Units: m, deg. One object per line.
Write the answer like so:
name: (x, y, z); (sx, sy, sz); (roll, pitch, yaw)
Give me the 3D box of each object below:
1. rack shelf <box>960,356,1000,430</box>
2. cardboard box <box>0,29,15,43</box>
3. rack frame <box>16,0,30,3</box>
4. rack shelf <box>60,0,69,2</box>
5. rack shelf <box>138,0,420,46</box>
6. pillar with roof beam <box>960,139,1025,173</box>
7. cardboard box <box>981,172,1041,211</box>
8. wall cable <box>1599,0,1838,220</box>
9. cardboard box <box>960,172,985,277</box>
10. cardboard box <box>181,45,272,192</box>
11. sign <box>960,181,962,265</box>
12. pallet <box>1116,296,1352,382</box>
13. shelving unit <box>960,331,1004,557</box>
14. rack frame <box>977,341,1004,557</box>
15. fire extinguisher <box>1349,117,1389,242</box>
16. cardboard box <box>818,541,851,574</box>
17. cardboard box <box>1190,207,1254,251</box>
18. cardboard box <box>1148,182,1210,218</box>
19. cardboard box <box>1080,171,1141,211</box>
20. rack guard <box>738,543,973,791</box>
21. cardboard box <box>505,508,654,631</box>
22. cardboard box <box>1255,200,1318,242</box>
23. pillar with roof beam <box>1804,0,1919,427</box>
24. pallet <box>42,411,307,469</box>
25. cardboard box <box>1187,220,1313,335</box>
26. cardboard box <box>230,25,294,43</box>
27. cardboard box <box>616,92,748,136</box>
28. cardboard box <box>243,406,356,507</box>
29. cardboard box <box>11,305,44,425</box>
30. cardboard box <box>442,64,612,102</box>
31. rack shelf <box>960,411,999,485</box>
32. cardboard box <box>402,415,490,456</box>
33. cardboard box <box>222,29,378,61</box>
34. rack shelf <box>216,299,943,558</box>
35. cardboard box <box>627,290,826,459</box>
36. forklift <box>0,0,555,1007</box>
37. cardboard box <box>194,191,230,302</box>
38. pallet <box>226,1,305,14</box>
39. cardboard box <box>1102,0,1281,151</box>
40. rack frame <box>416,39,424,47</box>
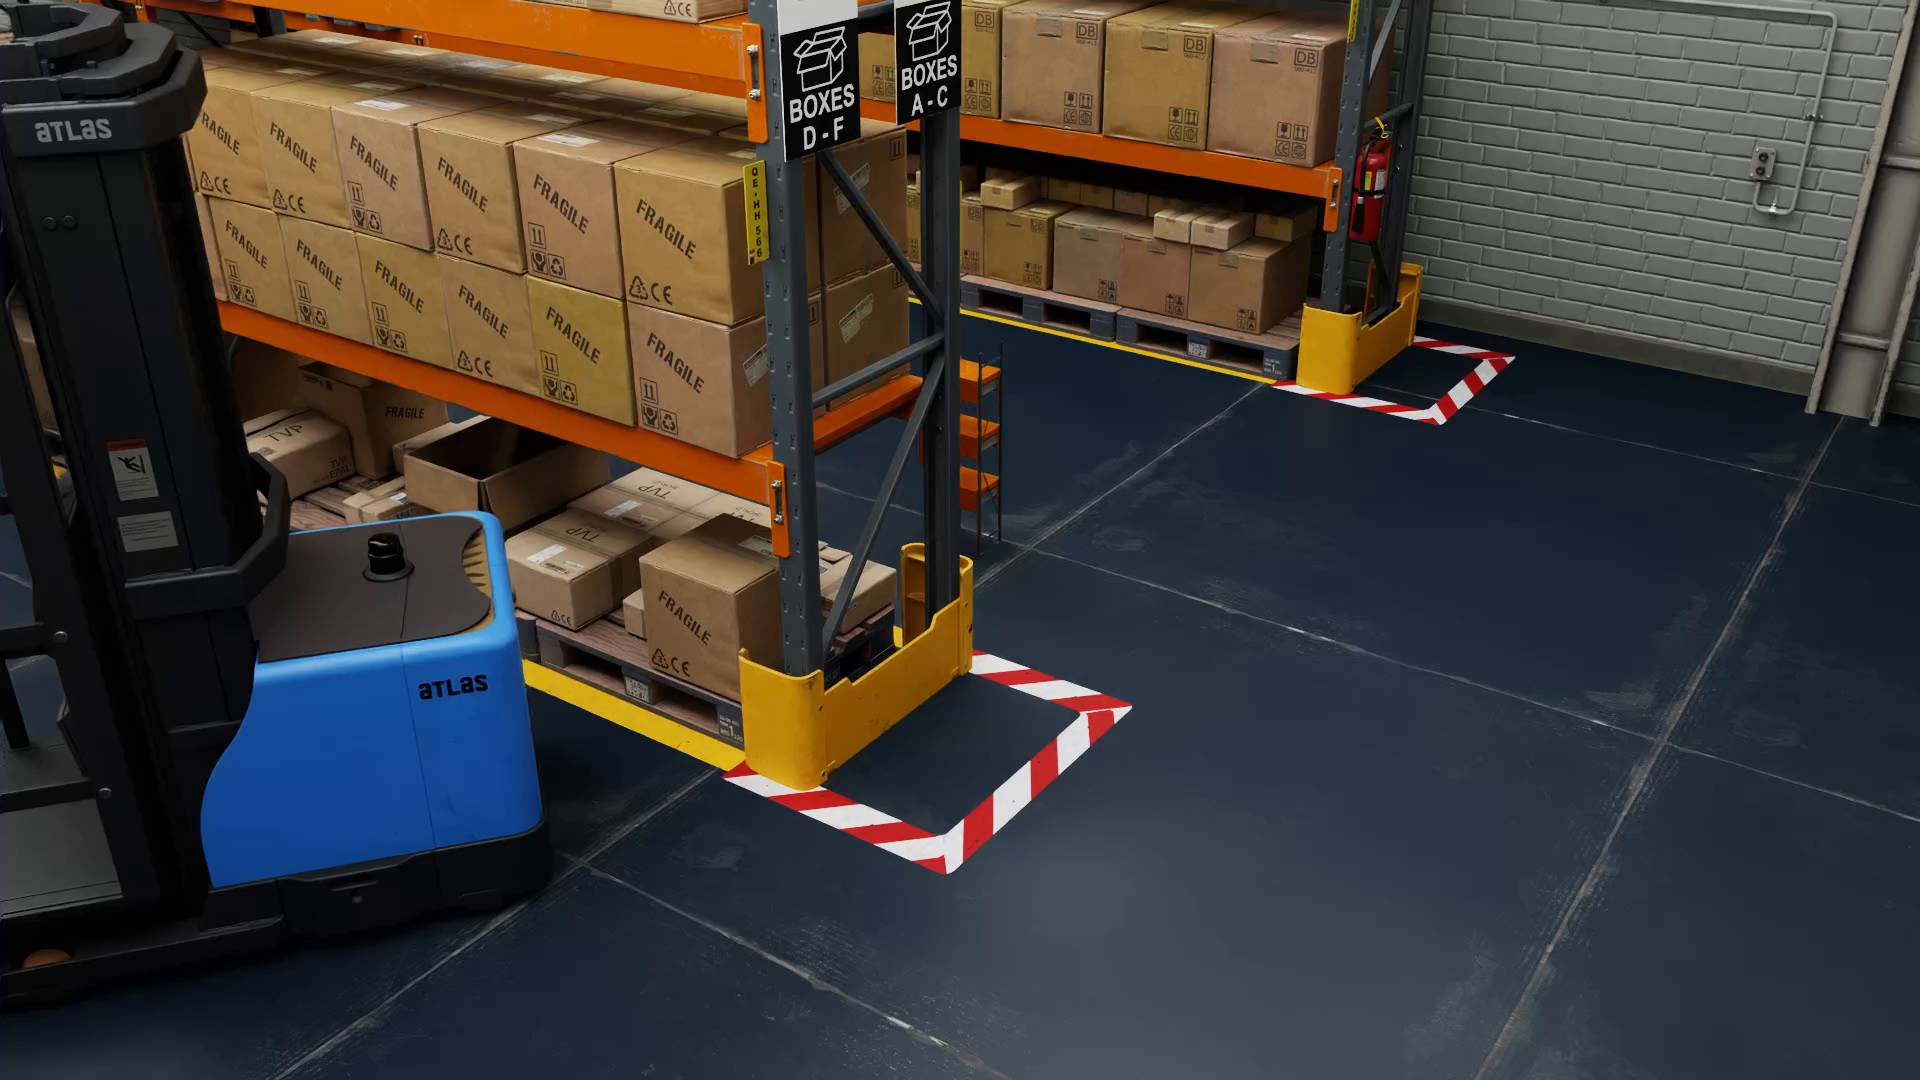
rack shelf: (0.044, -0.698, 7.861); (0.240, 0.259, 0.215); (17, 32, 30)
cardboard box: (-10.198, -5.356, 17.947); (0.500, 0.311, 0.500); (14, 30, 25)
rack frame: (-10.717, -6.570, 17.852); (0.127, 3.000, 1.000); (17, 32, 30)
rack shelf: (-5.276, -3.165, 8.648); (4.000, 0.370, 1.077); (17, 32, 30)
rack shelf: (-5.772, -4.708, 14.988); (4.000, 0.370, 1.077); (17, 32, 30)
pillar with roof beam: (-2.196, -4.696, 7.556); (0.400, 9.000, 9.100); (17, 32, 30)
cardboard box: (0.342, -2.330, 11.099); (0.250, 0.149, 0.380); (16, 31, 29)
wall cable: (4.062, -2.939, 9.597); (1.851, 1.984, 0.084); (17, 32, 30)
cardboard box: (0.145, -2.201, 11.560); (0.500, 0.500, 0.700); (17, 32, 30)
cardboard box: (-3.398, -1.899, 7.462); (0.500, 0.500, 0.500); (18, 32, 32)
sign: (-0.023, -1.197, 6.340); (0.005, 0.325, 0.100); (17, 32, 30)
pallet: (1.768, -1.394, 10.757); (1.213, 0.211, 1.003); (17, 32, 30)
shelving unit: (0.044, -0.454, 7.985); (0.252, 1.050, 0.215); (17, 32, 30)
rack frame: (0.145, -0.423, 7.923); (0.008, 1.050, 0.200); (17, 32, 30)
fire extinguisher: (2.334, -2.049, 9.466); (0.183, 0.674, 0.296); (17, 32, 30)
cardboard box: (-0.687, 0.158, 7.271); (0.250, 0.166, 0.380); (17, 32, 30)
cardboard box: (1.629, -1.931, 10.314); (0.250, 0.149, 0.380); (17, 31, 30)
cardboard box: (1.430, -2.203, 10.849); (0.250, 0.149, 0.380); (18, 32, 31)
cardboard box: (1.008, -2.333, 11.106); (0.250, 0.149, 0.380); (18, 32, 31)
rack guard: (-0.393, 0.486, 6.743); (0.348, 0.500, 1.175); (17, 32, 30)
cardboard box: (-1.684, 0.118, 7.257); (0.500, 0.250, 0.500); (17, 32, 30)
cardboard box: (2.054, -2.008, 10.467); (0.250, 0.149, 0.380); (18, 32, 31)
pillar with roof beam: (2.749, -3.155, 4.529); (0.400, 9.000, 9.100); (17, 32, 30)
pallet: (-4.319, -0.587, 9.172); (1.213, 0.211, 1.003); (17, 32, 30)
cardboard box: (1.838, -1.677, 10.530); (0.500, 0.500, 0.700); (17, 32, 30)
cardboard box: (-6.439, -4.664, 15.552); (0.500, 0.250, 0.500); (17, 31, 29)
cardboard box: (-0.982, -1.442, 6.564); (0.500, 0.500, 0.500); (18, 32, 31)
cardboard box: (-3.404, -0.445, 8.296); (0.500, 0.311, 0.500); (17, 32, 30)
cardboard box: (-5.012, -0.996, 9.171); (0.500, 0.500, 0.500); (18, 32, 31)
cardboard box: (-1.811, -1.703, 7.076); (0.500, 0.500, 0.500); (17, 32, 30)
rack shelf: (0.044, -0.445, 7.990); (0.240, 0.259, 0.215); (17, 32, 30)
cardboard box: (-2.379, -0.400, 8.209); (0.500, 0.311, 0.500); (17, 32, 30)
cardboard box: (-3.064, -2.093, 7.842); (0.500, 0.500, 0.500); (17, 32, 31)
rack shelf: (-1.979, -0.801, 7.310); (4.000, 0.370, 1.077); (17, 32, 30)
cardboard box: (-0.853, -0.666, 6.141); (0.500, 0.500, 0.500); (18, 32, 32)
forklift: (-2.992, -0.066, 5.149); (3.031, 2.935, 1.130); (-8, 28, -15)
cardboard box: (-3.361, -1.447, 7.676); (0.500, 0.500, 0.500); (18, 32, 32)
pallet: (-5.778, -4.923, 14.828); (1.213, 0.211, 1.003); (17, 32, 30)
cardboard box: (1.439, -2.905, 10.320); (0.700, 0.700, 0.980); (17, 32, 30)
rack frame: (-4.123, -4.516, 13.816); (0.127, 3.000, 1.000); (17, 32, 30)
